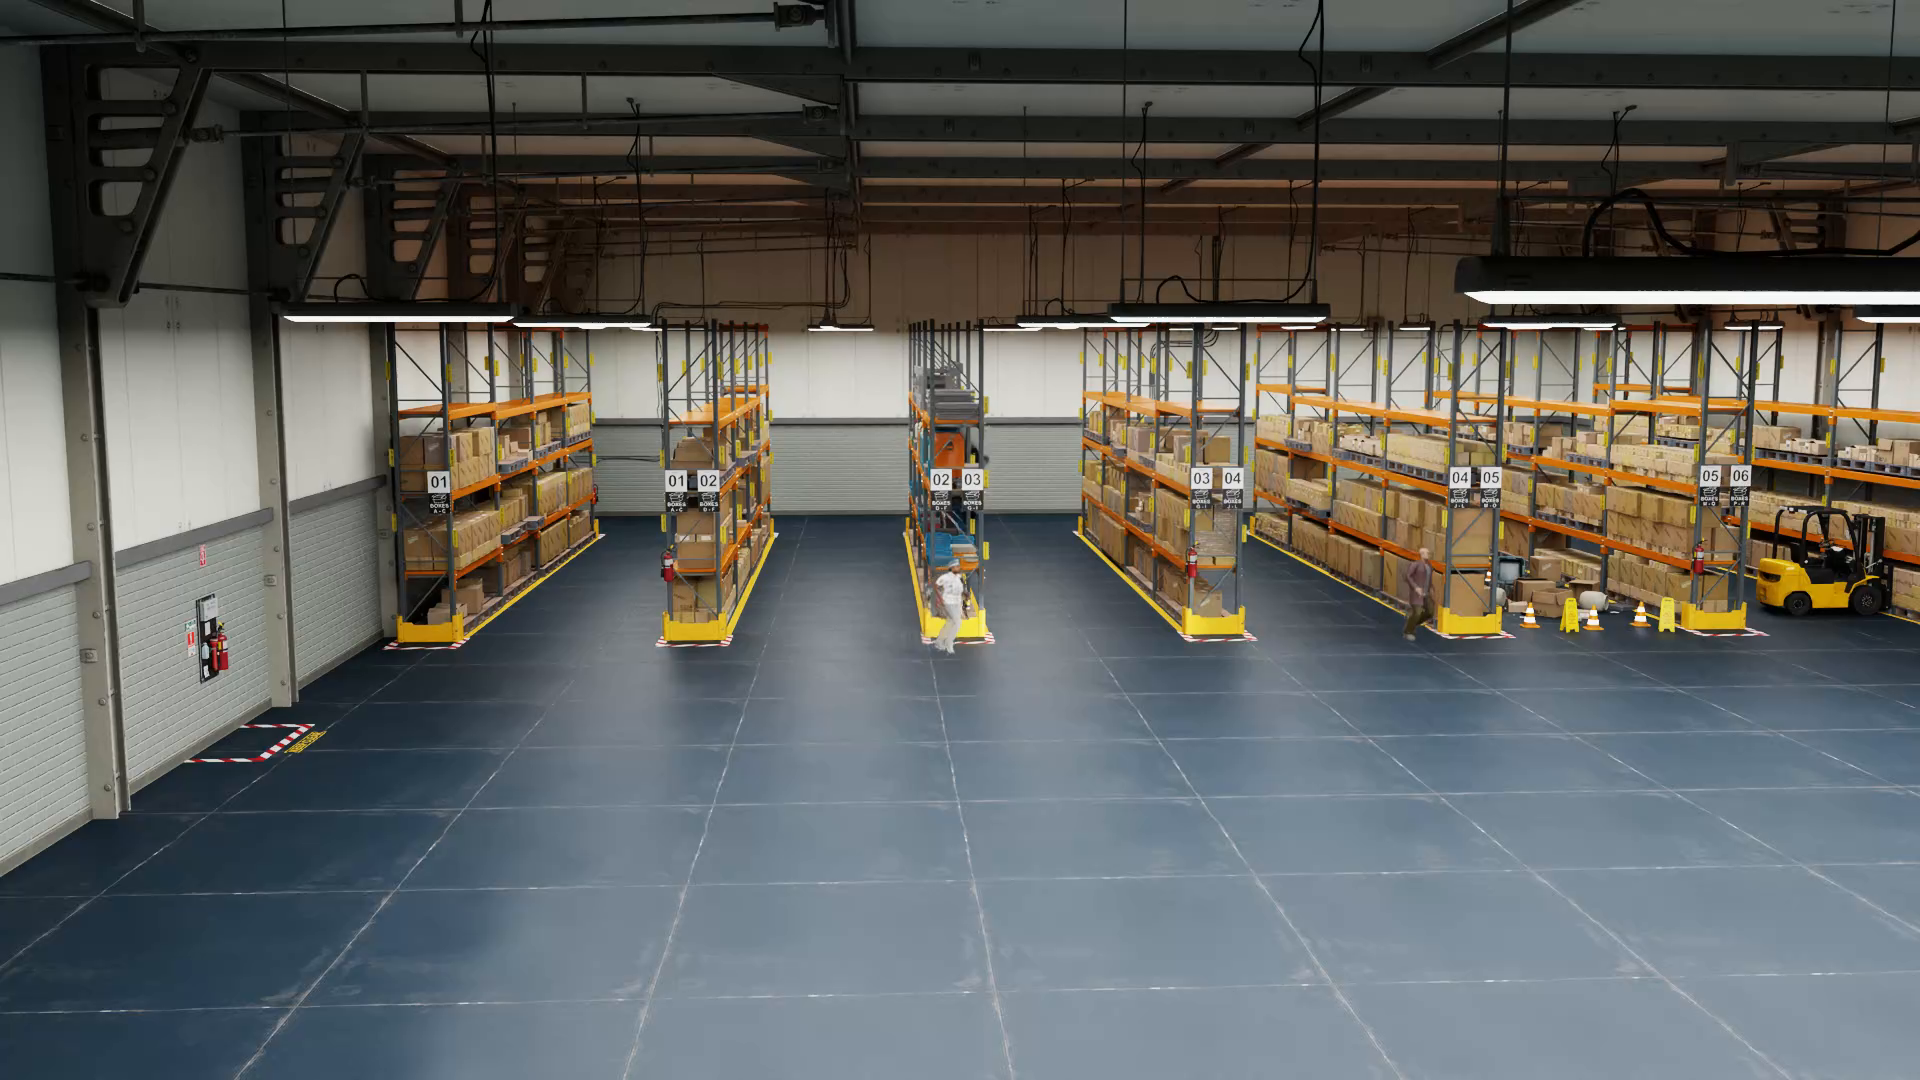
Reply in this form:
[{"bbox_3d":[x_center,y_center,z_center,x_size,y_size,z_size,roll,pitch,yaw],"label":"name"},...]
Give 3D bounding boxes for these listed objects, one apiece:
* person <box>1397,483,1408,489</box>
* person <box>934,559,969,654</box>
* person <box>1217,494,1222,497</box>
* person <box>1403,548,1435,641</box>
[{"bbox_3d":[13.177,-1.194,49.536,0.517,1.621,0.628,0,7,4],"label":"person"},{"bbox_3d":[-0.128,1.188,30.099,0.674,1.722,0.561,4,8,31],"label":"person"},{"bbox_3d":[7.282,-0.712,45.064,0.683,1.805,0.785,0,7,1],"label":"person"},{"bbox_3d":[8.712,1.015,31.363,0.774,1.724,0.561,-4,8,-32],"label":"person"}]
